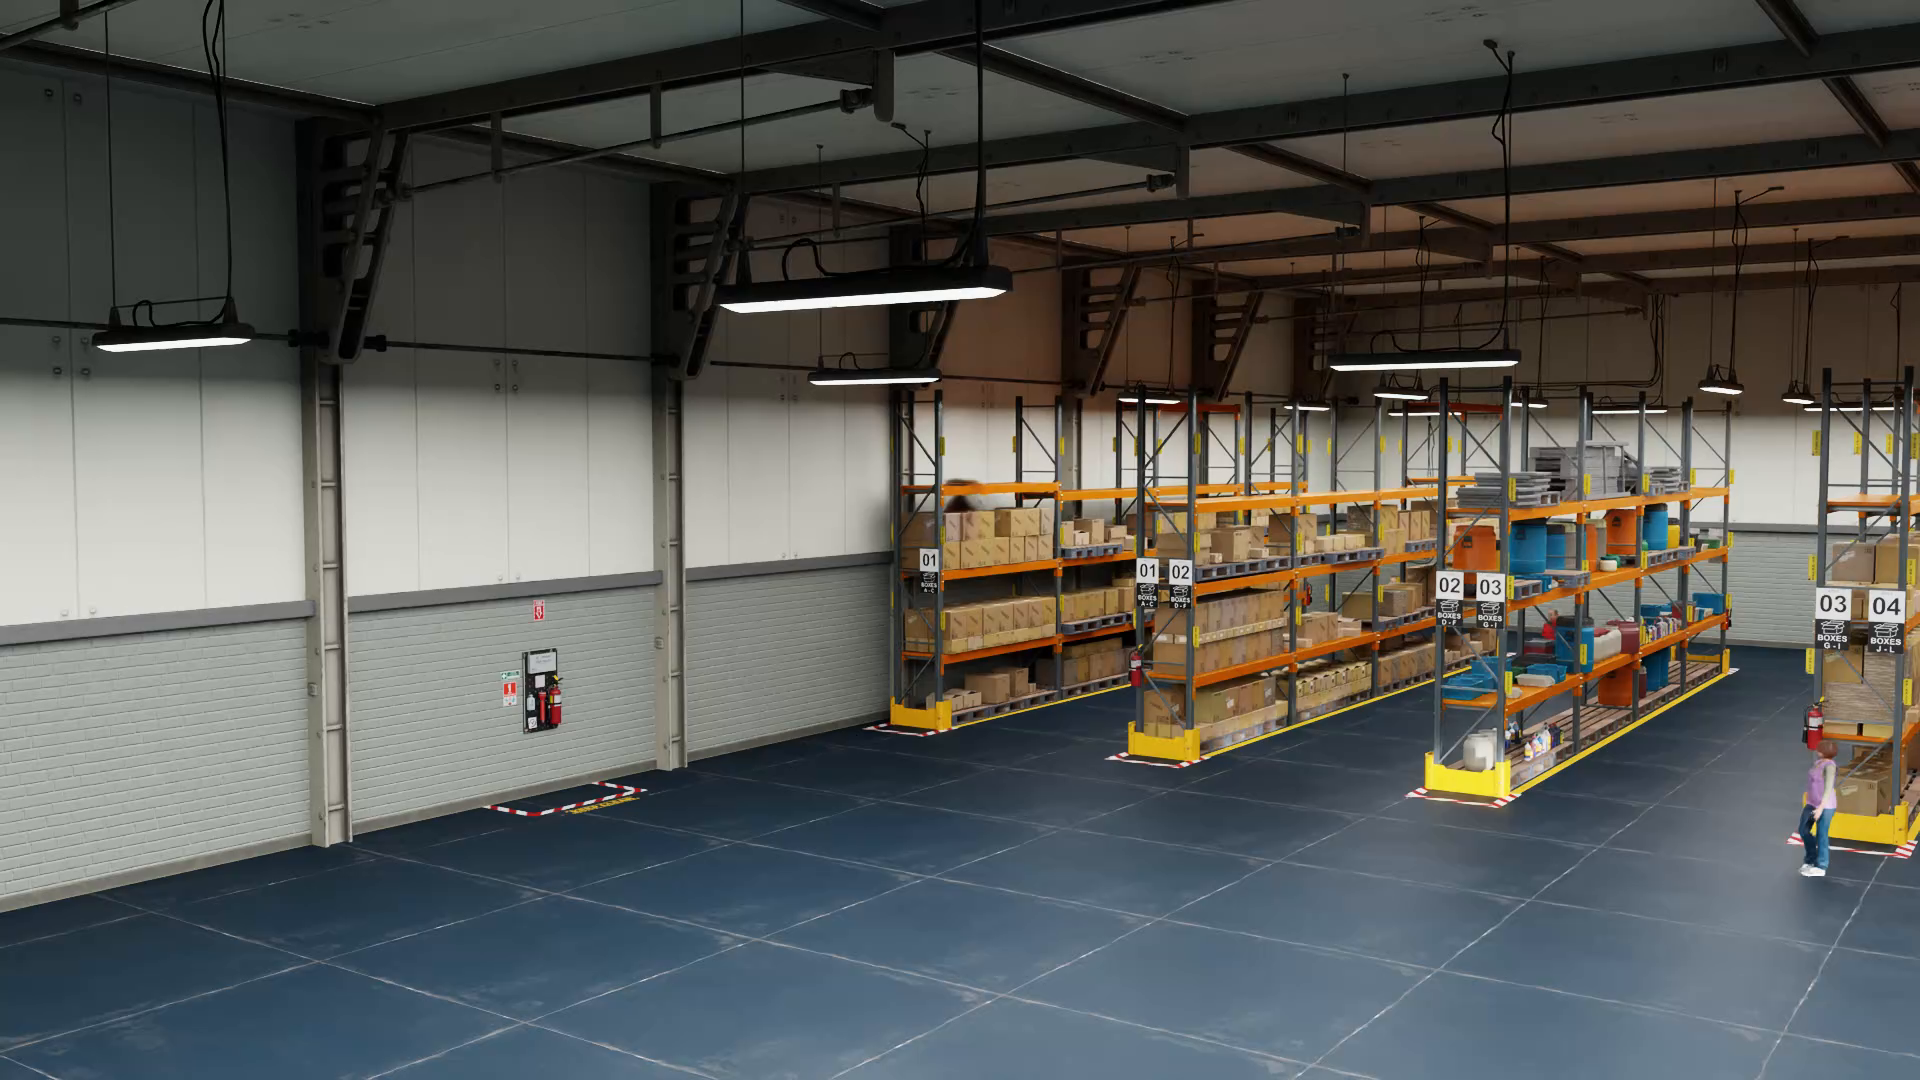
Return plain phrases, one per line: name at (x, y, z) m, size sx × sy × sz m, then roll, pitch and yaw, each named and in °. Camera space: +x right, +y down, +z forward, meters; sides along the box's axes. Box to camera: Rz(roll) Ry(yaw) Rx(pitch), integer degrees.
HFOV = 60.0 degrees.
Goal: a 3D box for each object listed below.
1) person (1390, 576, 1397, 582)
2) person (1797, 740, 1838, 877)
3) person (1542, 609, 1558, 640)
person at (11.332, 1.743, 43.543) m, size 0.476 × 1.622 × 1.050 m, roll 2°, pitch 4°, yaw 30°
person at (10.001, 3.134, 19.376) m, size 0.386 × 1.635 × 0.453 m, roll -1°, pitch 3°, yaw -9°
person at (12.077, 2.246, 33.894) m, size 0.893 × 1.684 × 0.575 m, roll -3°, pitch 4°, yaw -44°
